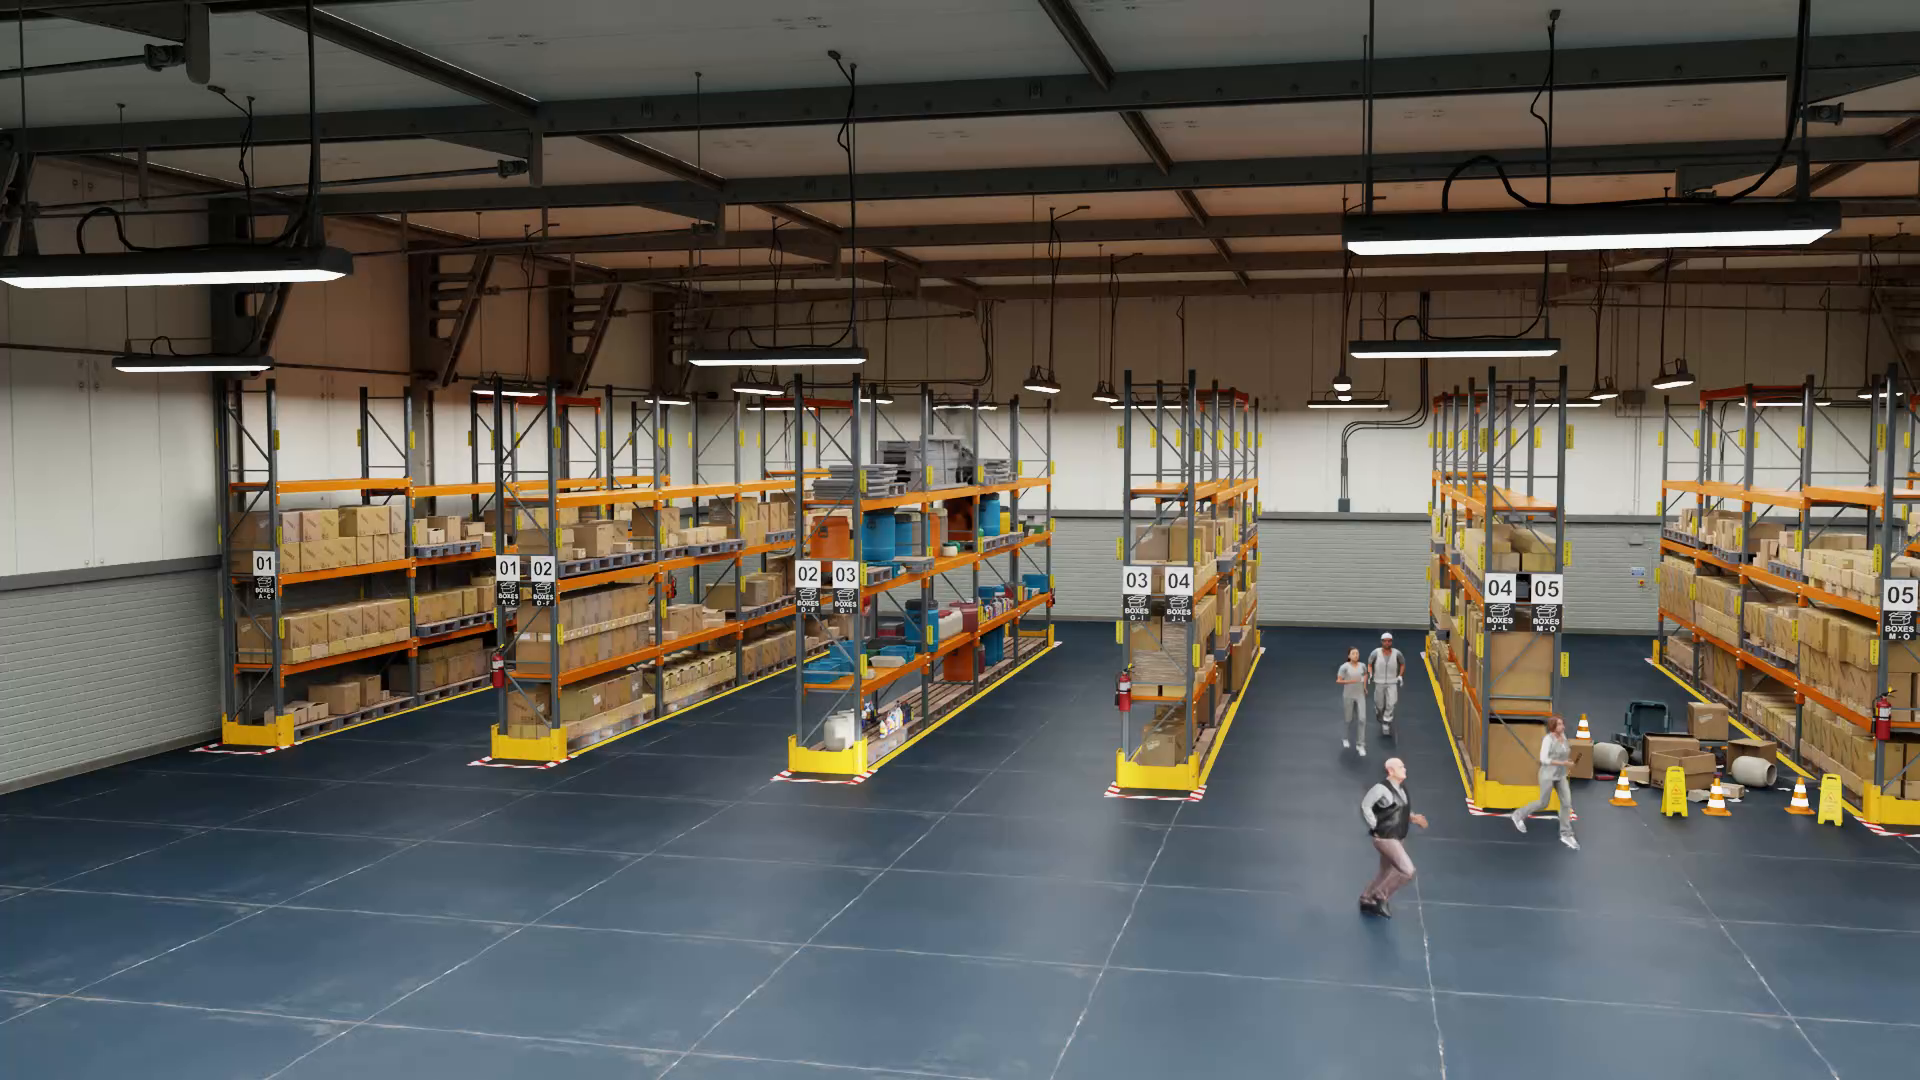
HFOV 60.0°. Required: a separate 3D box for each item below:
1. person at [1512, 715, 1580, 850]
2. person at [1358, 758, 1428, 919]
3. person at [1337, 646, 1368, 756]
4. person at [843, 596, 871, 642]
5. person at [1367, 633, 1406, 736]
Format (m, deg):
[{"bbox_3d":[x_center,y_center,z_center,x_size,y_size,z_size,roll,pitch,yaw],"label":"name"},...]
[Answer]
[{"bbox_3d":[7.320,2.976,20.650,0.551,1.592,0.884,-2,4,-32],"label":"person"},{"bbox_3d":[4.515,3.106,17.386,0.724,1.672,0.584,3,4,37],"label":"person"},{"bbox_3d":[6.289,2.542,26.576,0.559,1.677,0.881,0,3,-2],"label":"person"},{"bbox_3d":[-2.224,1.749,35.611,0.664,1.712,0.570,0,3,7],"label":"person"},{"bbox_3d":[7.273,2.435,28.373,0.646,1.738,0.711,1,3,11],"label":"person"}]
